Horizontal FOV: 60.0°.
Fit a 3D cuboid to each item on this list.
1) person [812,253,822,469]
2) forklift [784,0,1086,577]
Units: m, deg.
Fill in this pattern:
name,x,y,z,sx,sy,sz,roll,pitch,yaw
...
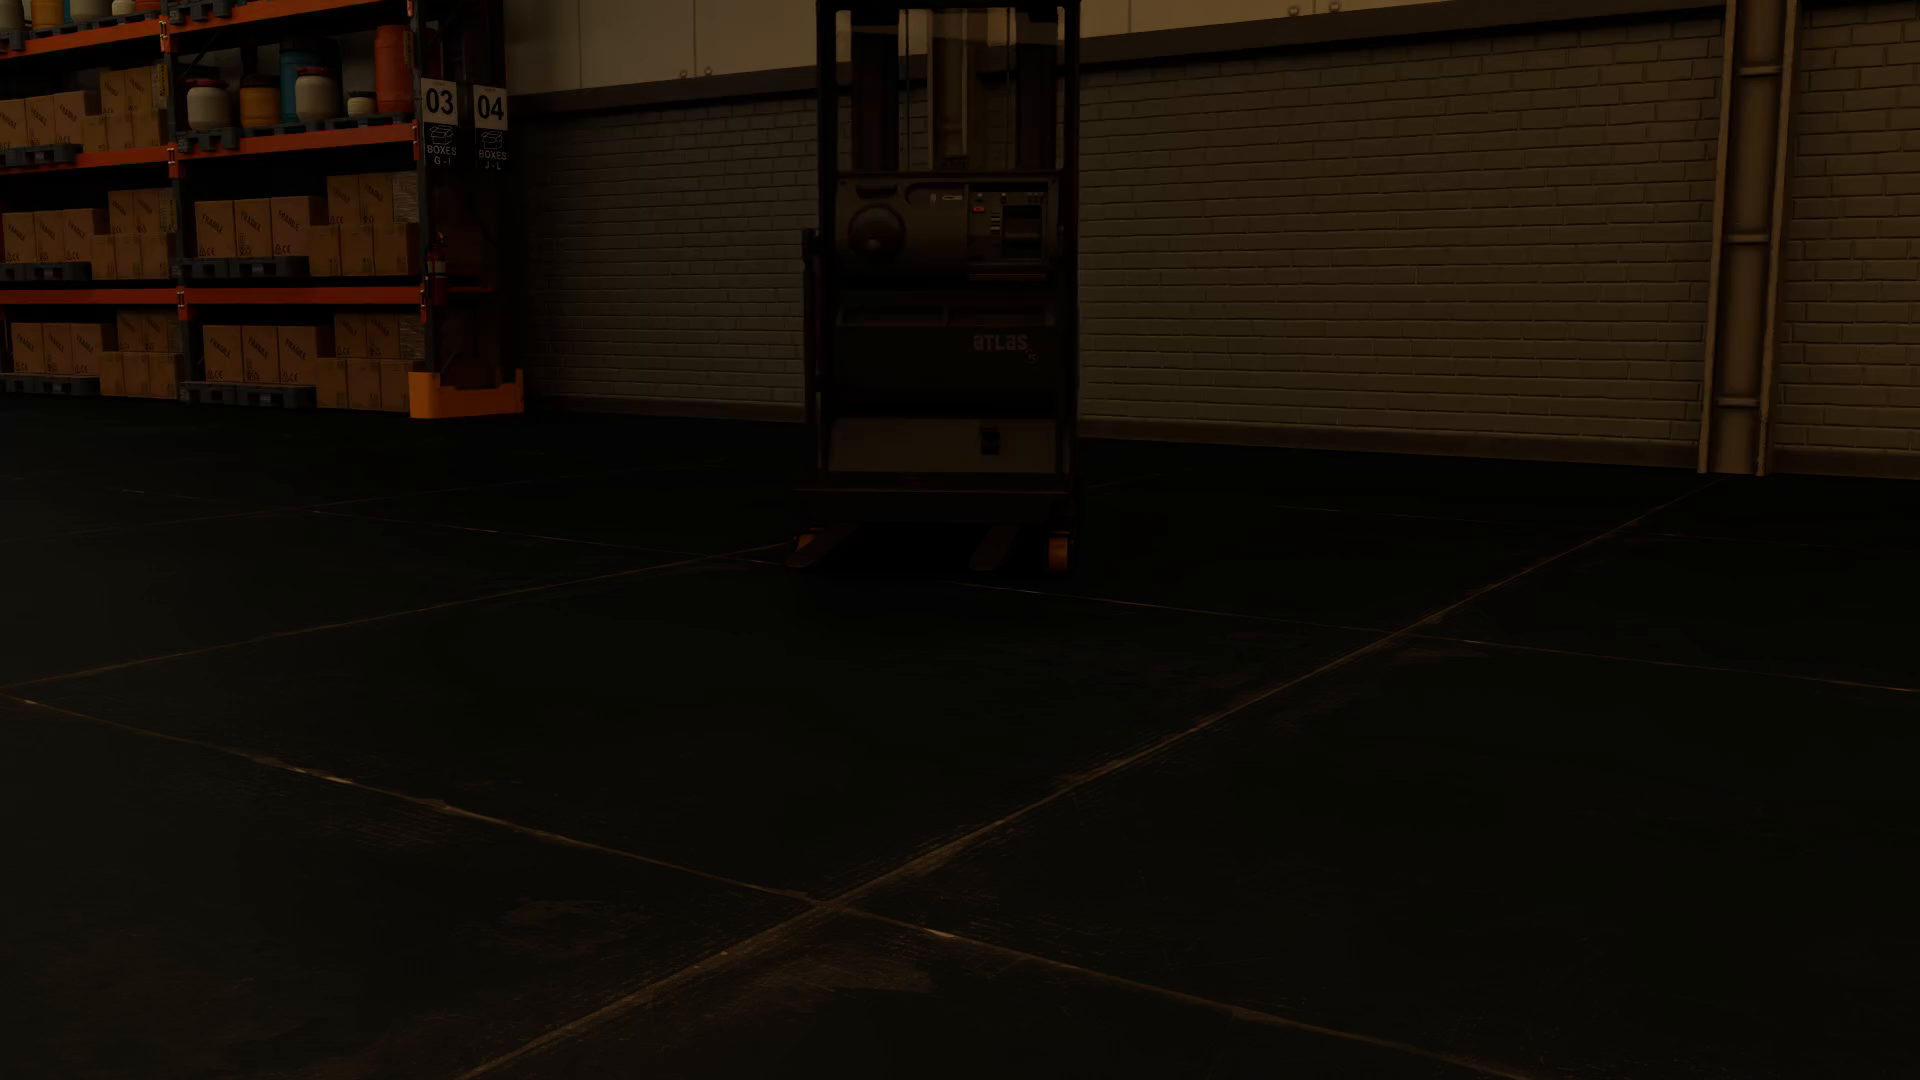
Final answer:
name,x,y,z,sx,sy,sz,roll,pitch,yaw
person,-0.713,-1.337,10.779,0.558,1.759,0.799,-3,9,-23
forklift,-0.074,-1.352,6.698,1.130,2.935,3.031,1,8,6
